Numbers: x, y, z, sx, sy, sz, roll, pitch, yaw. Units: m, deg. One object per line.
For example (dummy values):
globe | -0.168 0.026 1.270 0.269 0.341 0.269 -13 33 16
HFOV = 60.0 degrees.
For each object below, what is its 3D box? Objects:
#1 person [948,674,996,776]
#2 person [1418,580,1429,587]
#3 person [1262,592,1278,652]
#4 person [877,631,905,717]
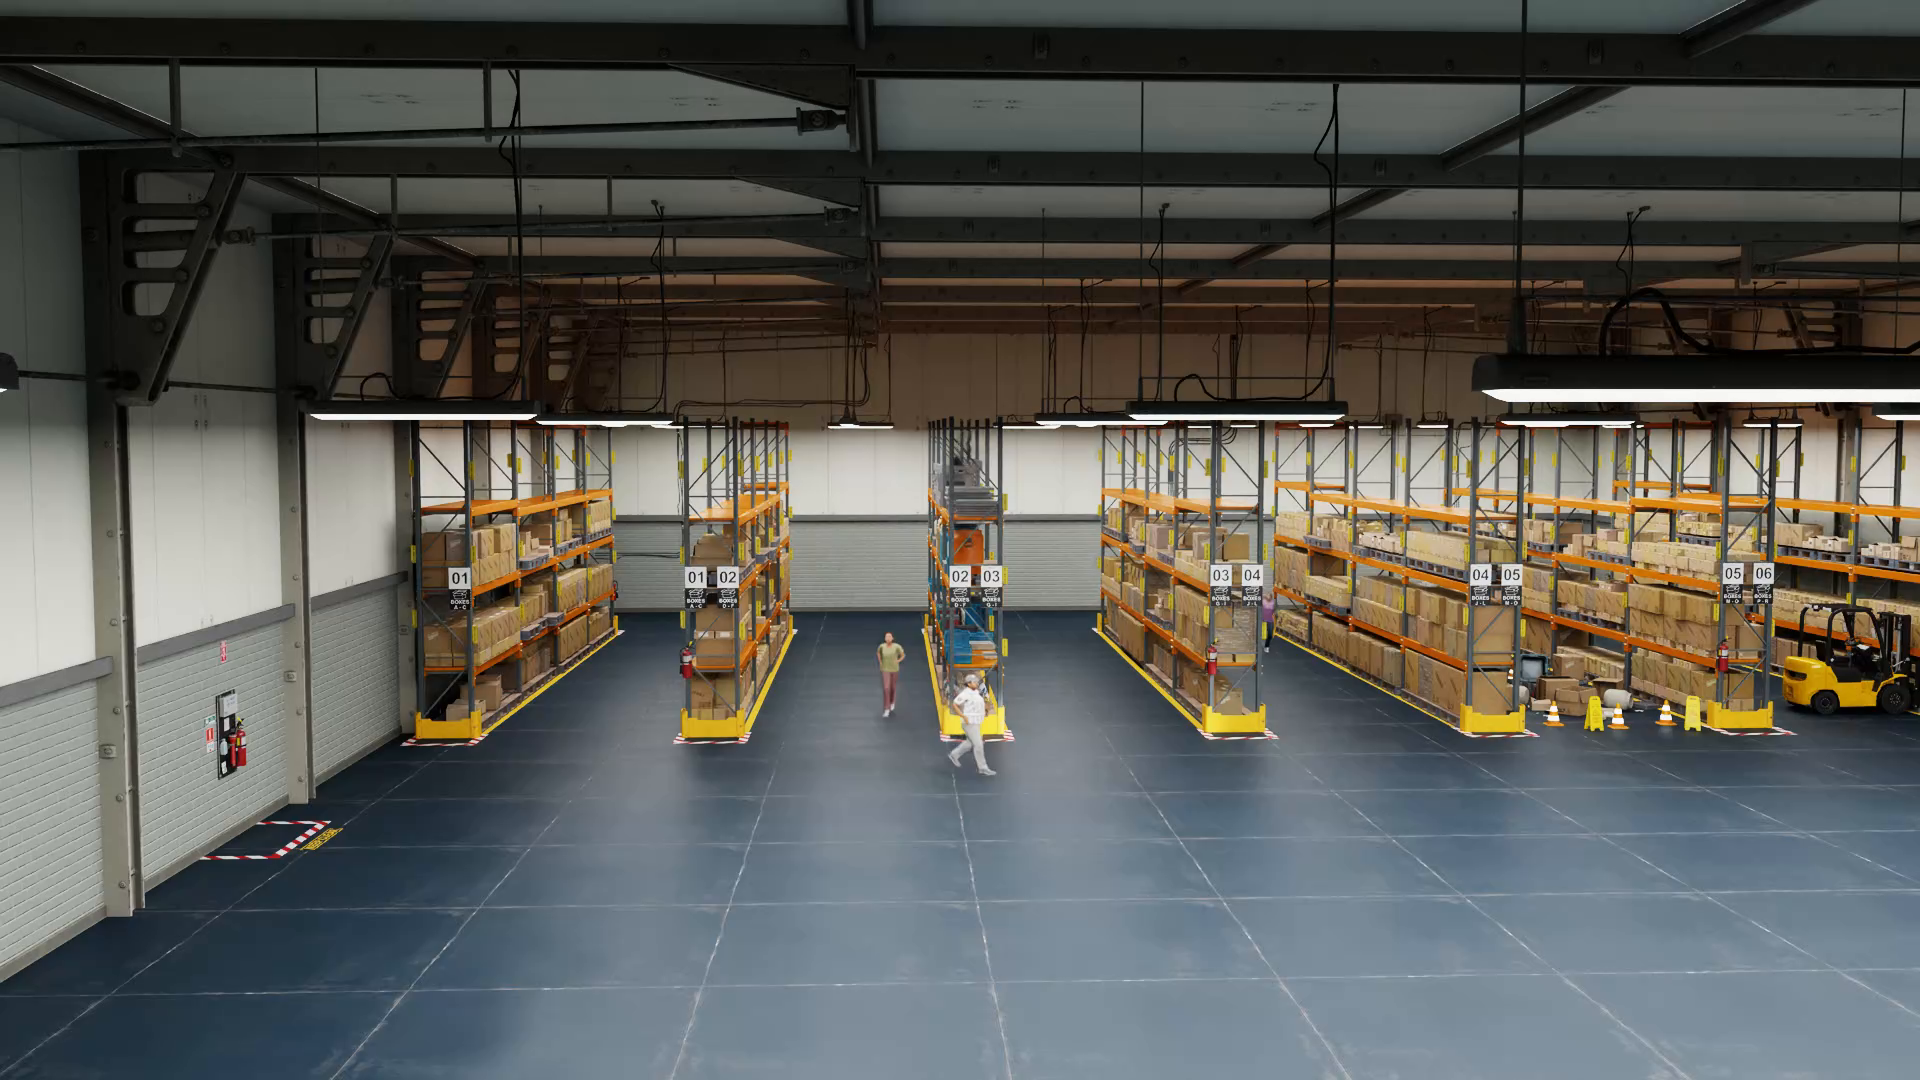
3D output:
person | 0.191 3.063 27.771 0.943 1.650 0.608 2 4 24
person | 13.740 1.683 49.366 0.768 1.643 0.637 1 4 9
person | 7.988 2.131 43.120 0.528 1.562 0.544 0 4 -4
person | -1.391 2.730 33.704 0.572 1.606 0.840 0 4 -1
